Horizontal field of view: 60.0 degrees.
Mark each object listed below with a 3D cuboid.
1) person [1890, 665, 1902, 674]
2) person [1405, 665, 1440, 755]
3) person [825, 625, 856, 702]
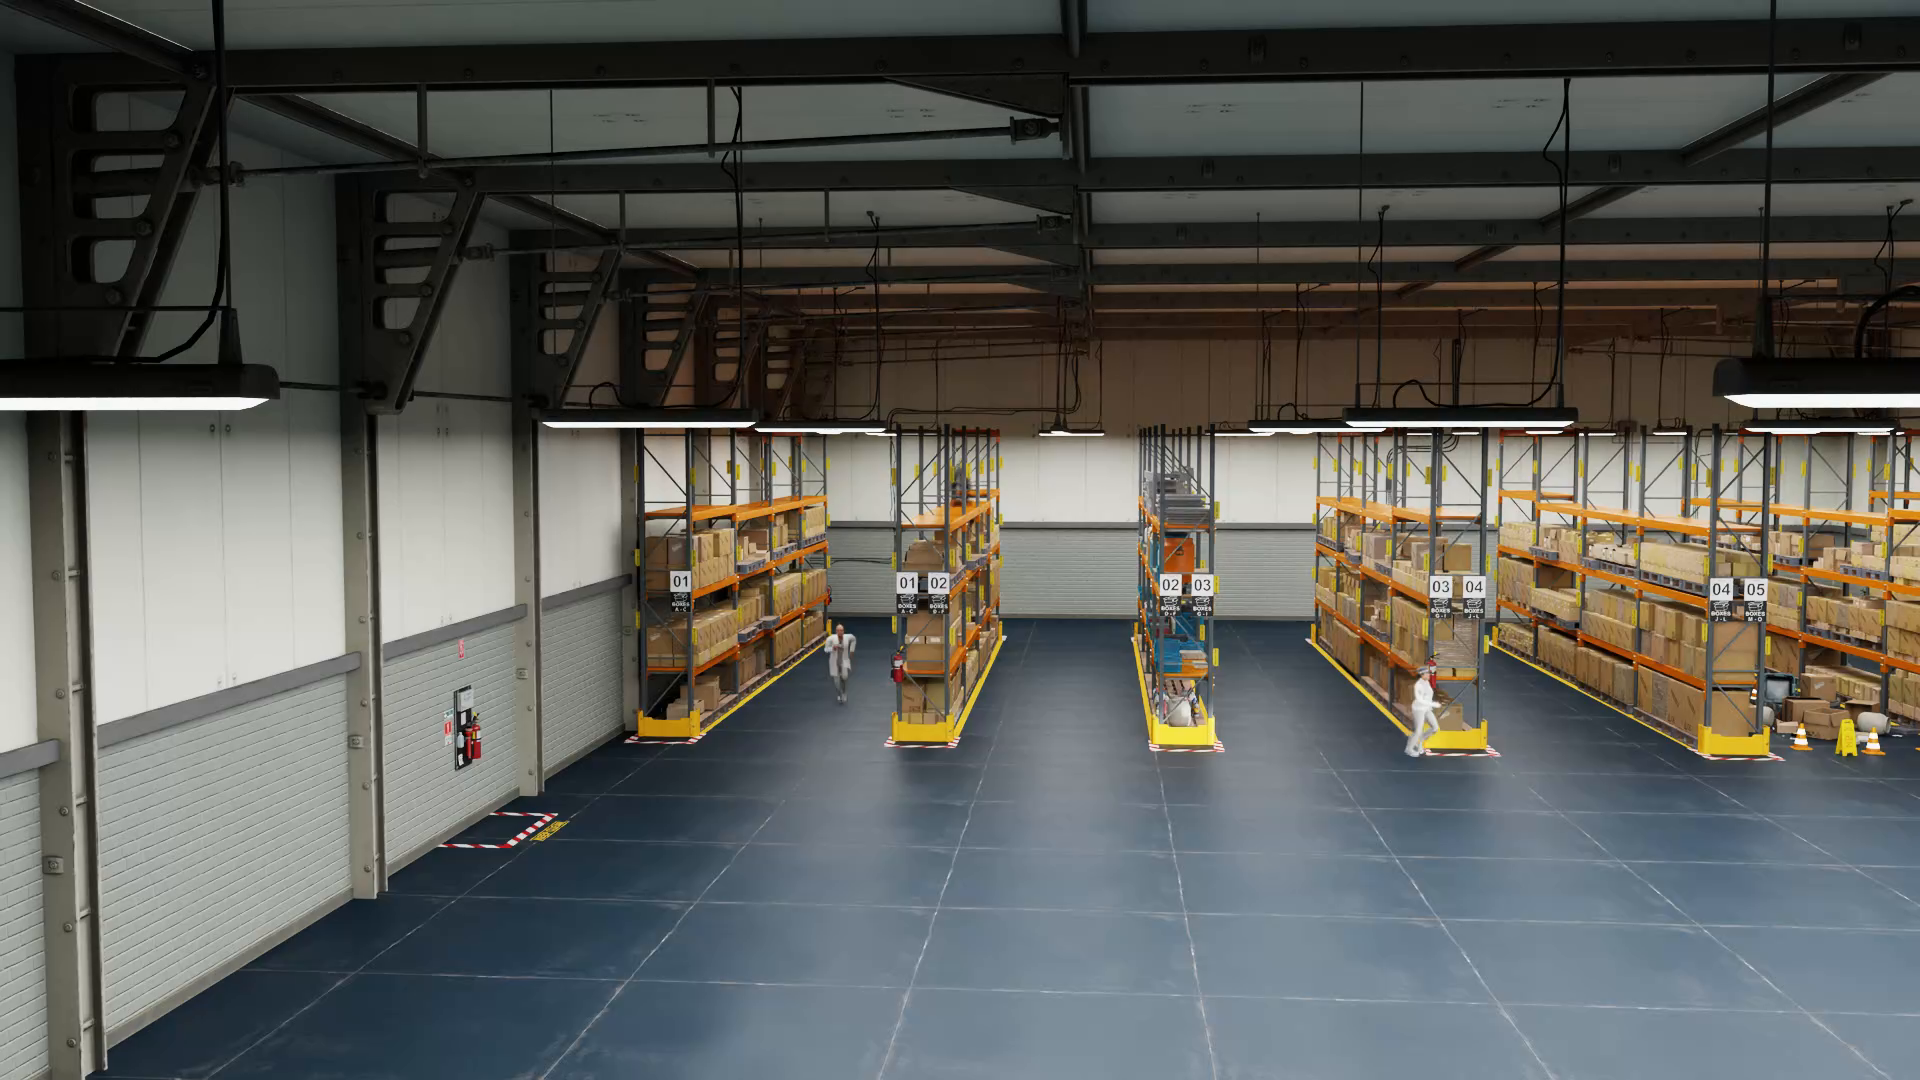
[{"bbox_3d":[21.284,2.592,37.574,0.560,1.701,0.918,0,3,-1],"label":"person"},{"bbox_3d":[8.344,3.065,29.898,0.690,1.649,0.585,3,5,41],"label":"person"},{"bbox_3d":[-2.572,2.665,35.821,0.680,1.703,0.932,0,3,-4],"label":"person"}]
